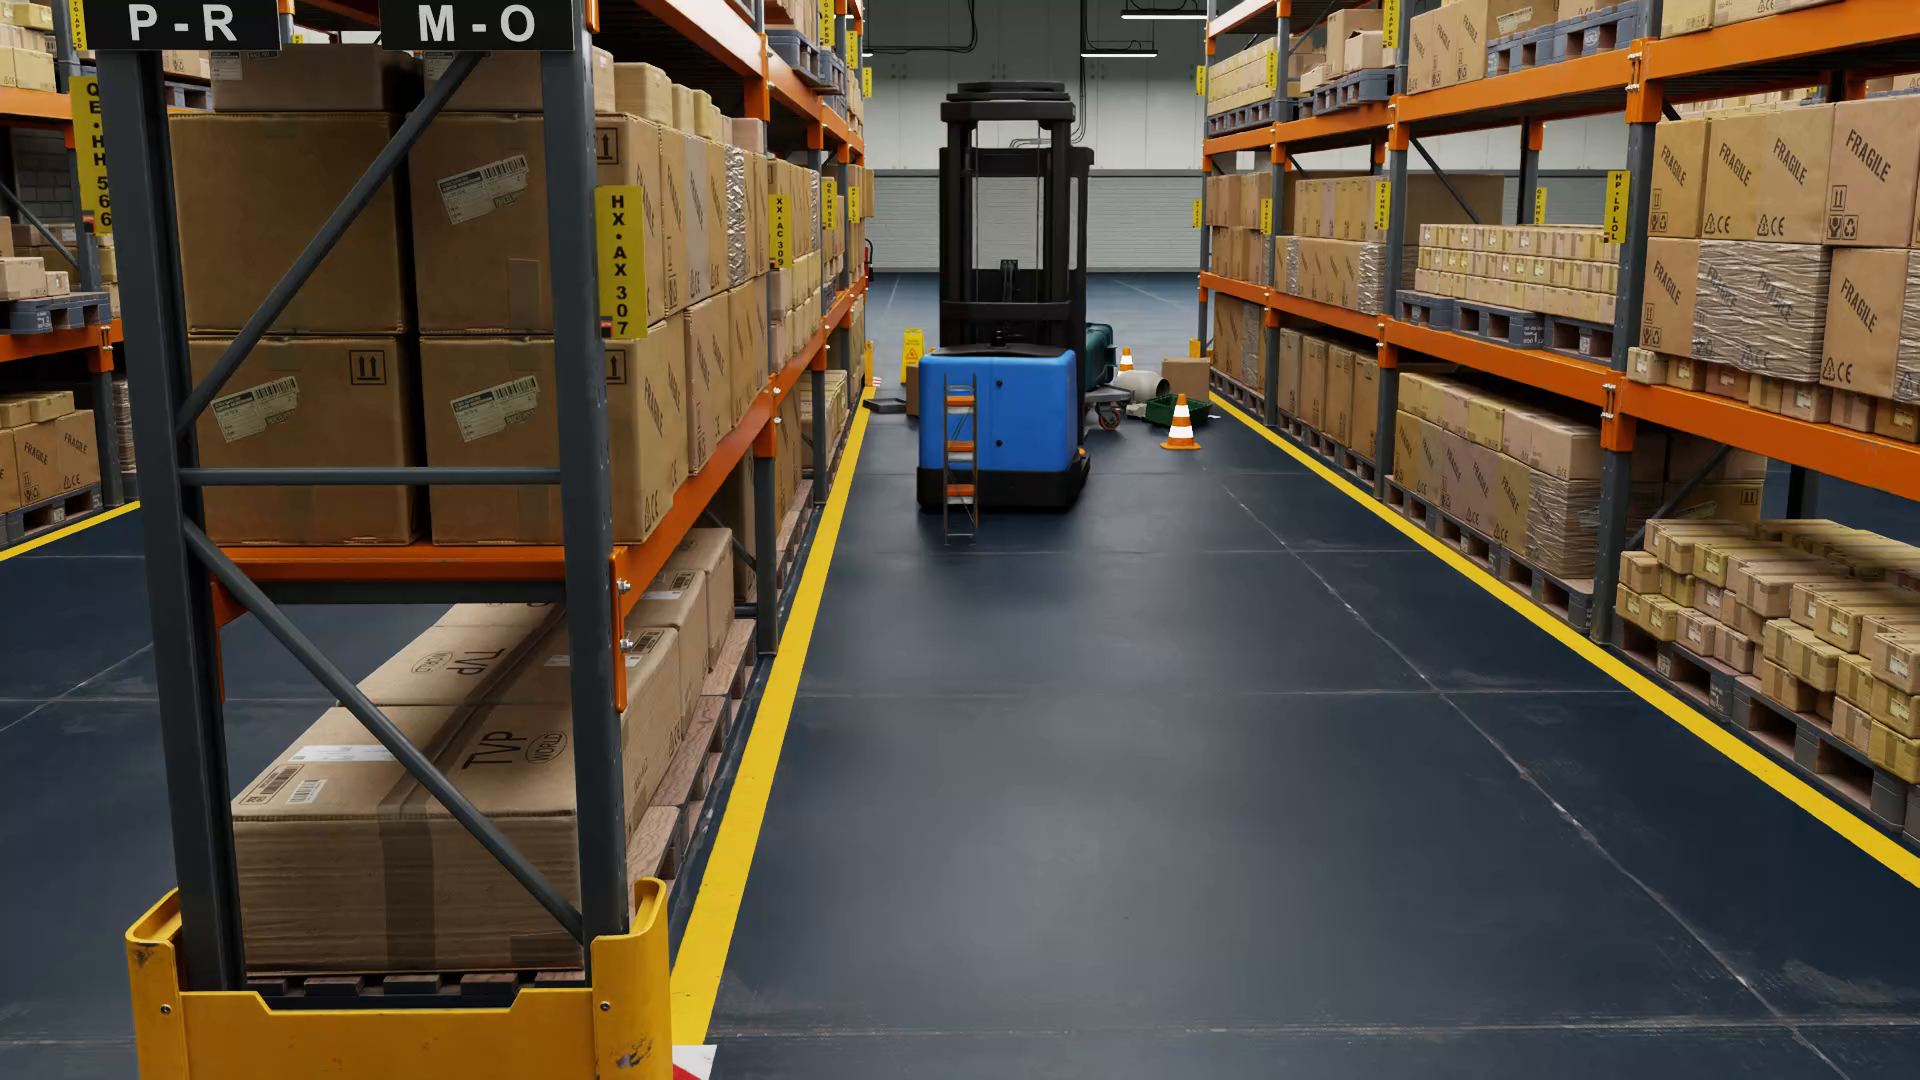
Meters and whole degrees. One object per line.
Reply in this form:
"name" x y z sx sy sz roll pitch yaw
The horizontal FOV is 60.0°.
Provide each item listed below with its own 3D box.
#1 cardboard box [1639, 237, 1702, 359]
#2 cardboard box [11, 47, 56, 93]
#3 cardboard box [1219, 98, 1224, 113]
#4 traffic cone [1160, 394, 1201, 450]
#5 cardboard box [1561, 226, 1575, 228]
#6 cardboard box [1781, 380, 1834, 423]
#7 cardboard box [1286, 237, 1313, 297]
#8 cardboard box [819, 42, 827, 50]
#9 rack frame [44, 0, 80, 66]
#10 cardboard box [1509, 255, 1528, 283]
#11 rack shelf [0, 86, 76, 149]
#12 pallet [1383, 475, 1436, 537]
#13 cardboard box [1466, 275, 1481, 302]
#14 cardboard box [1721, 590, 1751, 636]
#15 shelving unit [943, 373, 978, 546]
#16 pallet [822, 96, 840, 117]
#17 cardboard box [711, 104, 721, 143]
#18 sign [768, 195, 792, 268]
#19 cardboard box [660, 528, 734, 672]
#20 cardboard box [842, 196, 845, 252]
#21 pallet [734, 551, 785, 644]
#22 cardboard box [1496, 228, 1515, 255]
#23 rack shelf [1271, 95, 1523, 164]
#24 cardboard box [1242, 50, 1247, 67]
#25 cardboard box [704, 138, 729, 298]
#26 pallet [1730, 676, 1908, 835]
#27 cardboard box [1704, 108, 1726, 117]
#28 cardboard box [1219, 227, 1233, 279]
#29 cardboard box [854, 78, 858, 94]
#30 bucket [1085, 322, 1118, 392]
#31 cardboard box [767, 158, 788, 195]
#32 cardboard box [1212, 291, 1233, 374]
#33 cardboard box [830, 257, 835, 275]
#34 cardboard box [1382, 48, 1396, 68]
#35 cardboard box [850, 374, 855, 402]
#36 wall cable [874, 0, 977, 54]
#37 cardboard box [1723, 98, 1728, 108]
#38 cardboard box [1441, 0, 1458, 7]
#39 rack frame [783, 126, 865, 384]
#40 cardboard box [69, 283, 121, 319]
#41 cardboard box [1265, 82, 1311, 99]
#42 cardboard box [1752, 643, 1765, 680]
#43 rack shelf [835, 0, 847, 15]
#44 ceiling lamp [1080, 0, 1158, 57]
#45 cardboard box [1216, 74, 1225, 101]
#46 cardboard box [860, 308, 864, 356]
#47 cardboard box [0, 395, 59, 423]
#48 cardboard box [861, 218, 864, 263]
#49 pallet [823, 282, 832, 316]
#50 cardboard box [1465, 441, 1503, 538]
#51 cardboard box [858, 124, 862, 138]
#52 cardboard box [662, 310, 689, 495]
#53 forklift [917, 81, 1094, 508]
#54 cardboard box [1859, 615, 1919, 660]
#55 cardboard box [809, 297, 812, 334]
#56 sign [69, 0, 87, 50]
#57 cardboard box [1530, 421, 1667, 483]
"cardboard box" 3.338 -1.064 7.261 0.500 0.500 0.500 0 11 -2
"cardboard box" -6.159 -2.998 10.625 0.500 0.250 0.500 -1 11 -3
"cardboard box" 3.035 -4.736 18.137 0.380 0.149 0.250 0 11 -1
"traffic cone" 1.932 -1.043 14.537 0.336 0.463 0.334 0 11 -1
"cardboard box" 3.983 -1.888 10.399 0.380 0.149 0.250 0 11 1
"cardboard box" 3.334 -0.527 6.242 0.380 0.149 0.250 0 11 1
"cardboard box" 3.167 -2.402 14.604 0.500 0.500 0.500 0 11 -1
"cardboard box" -1.350 -4.049 13.490 0.500 0.250 0.500 0 11 0
"rack frame" -6.412 -4.643 10.810 1.000 3.000 0.127 0 11 -1
"cardboard box" 3.343 -1.538 9.422 0.380 0.149 0.250 0 11 -1
"rack shelf" -6.371 -2.422 9.220 1.077 0.370 4.000 0 11 -1
"pallet" 3.512 -0.242 11.221 1.003 0.211 1.213 0 11 -1
"cardboard box" 3.331 -1.543 10.198 0.380 0.149 0.250 0 11 1
"cardboard box" 3.406 0.302 6.892 0.380 0.149 0.250 -1 11 -4
"shelving unit" 0.001 -0.504 10.402 0.215 1.050 0.252 0 11 -1
"pallet" -1.602 -3.567 13.527 1.213 0.211 1.003 0 11 -1
"cardboard box" -1.086 -1.523 6.125 0.380 0.149 0.250 0 11 -2
"sign" -0.812 -1.394 7.510 0.100 0.325 0.005 0 11 -1
"cardboard box" -1.462 0.247 7.187 0.875 0.438 0.875 0 11 -2
"cardboard box" -1.294 -2.828 14.901 0.500 0.500 0.500 0 11 -2
"pallet" -1.458 0.285 8.623 1.003 0.211 1.213 0 11 -1
"cardboard box" 3.343 -1.735 9.645 0.380 0.149 0.250 0 11 -2
"rack shelf" 3.456 -3.279 13.443 1.077 0.370 4.000 0 11 -1
"cardboard box" 3.063 -4.874 16.813 0.380 0.149 0.250 0 11 -2
"cardboard box" -1.057 -1.073 5.538 0.500 0.500 0.500 0 11 -1
"pallet" 3.657 0.774 6.212 1.003 0.211 1.213 0 11 -1
"cardboard box" 8.083 -4.350 17.289 0.500 0.250 0.500 0 11 1
"cardboard box" 3.304 -3.133 18.081 0.875 0.550 0.550 0 11 -1
"cardboard box" -1.248 -4.681 17.169 0.380 0.149 0.250 0 11 0
"bucket" 1.107 -1.717 15.890 0.726 0.611 0.620 4 22 18
"cardboard box" -1.089 -1.556 7.919 0.500 0.500 0.500 0 11 0
"cardboard box" 3.412 -2.384 19.055 0.875 0.875 0.875 0 11 -1
"cardboard box" -1.239 -2.297 13.915 0.380 0.149 0.250 0 11 -1
"cardboard box" 3.265 -3.493 11.965 0.380 0.166 0.250 0 11 -1
"cardboard box" -1.275 -1.495 16.245 0.500 0.250 0.500 -1 11 -4
"wall cable" -1.024 -15.851 49.728 3.097 2.526 0.112 0 11 -1
"cardboard box" 8.130 -4.531 17.177 0.380 0.149 0.250 -1 11 -3
"cardboard box" 3.240 -3.474 10.418 0.396 0.266 0.258 0 11 -1
"rack frame" -1.615 -3.314 19.349 1.000 3.000 0.127 0 11 -1
"cardboard box" -6.177 -1.718 11.861 0.500 0.250 0.500 0 11 -1
"cardboard box" 3.087 -4.232 15.655 0.380 0.149 0.250 0 11 -1
"cardboard box" 3.424 0.502 6.655 0.380 0.149 0.250 -1 11 -4
"rack shelf" -1.491 -4.513 12.985 1.077 0.370 4.000 0 11 -1
"ceiling lamp" 4.132 -14.197 43.222 2.000 3.185 0.800 0 11 -1
"cardboard box" 3.097 -4.954 18.208 0.500 0.250 0.500 0 11 -2
"cardboard box" -1.324 -2.278 18.215 0.500 0.500 0.500 0 11 1
"cardboard box" -6.112 -0.850 10.803 0.380 0.149 0.250 -1 11 -4
"cardboard box" -1.323 -3.302 18.293 0.500 0.500 0.500 0 11 -1
"pallet" -1.571 -1.771 12.226 1.213 0.211 1.003 0 11 -1
"cardboard box" 3.296 -0.300 9.723 0.500 0.500 0.500 0 11 -2
"cardboard box" -1.290 -4.542 18.489 0.380 0.149 0.250 0 11 -1
"cardboard box" -1.046 -0.379 4.633 0.500 0.500 0.500 0 11 -2
"forklift" 0.427 -1.904 12.571 1.130 2.935 3.031 2 12 8
"cardboard box" 3.420 0.363 5.843 0.380 0.149 0.250 -1 11 -3
"cardboard box" -1.159 -1.349 10.041 0.500 0.250 0.500 0 11 -2
"sign" -5.870 -3.428 11.066 0.100 0.325 0.005 0 11 -1
"cardboard box" 3.312 -0.464 8.647 0.500 0.250 0.500 -1 11 -3
